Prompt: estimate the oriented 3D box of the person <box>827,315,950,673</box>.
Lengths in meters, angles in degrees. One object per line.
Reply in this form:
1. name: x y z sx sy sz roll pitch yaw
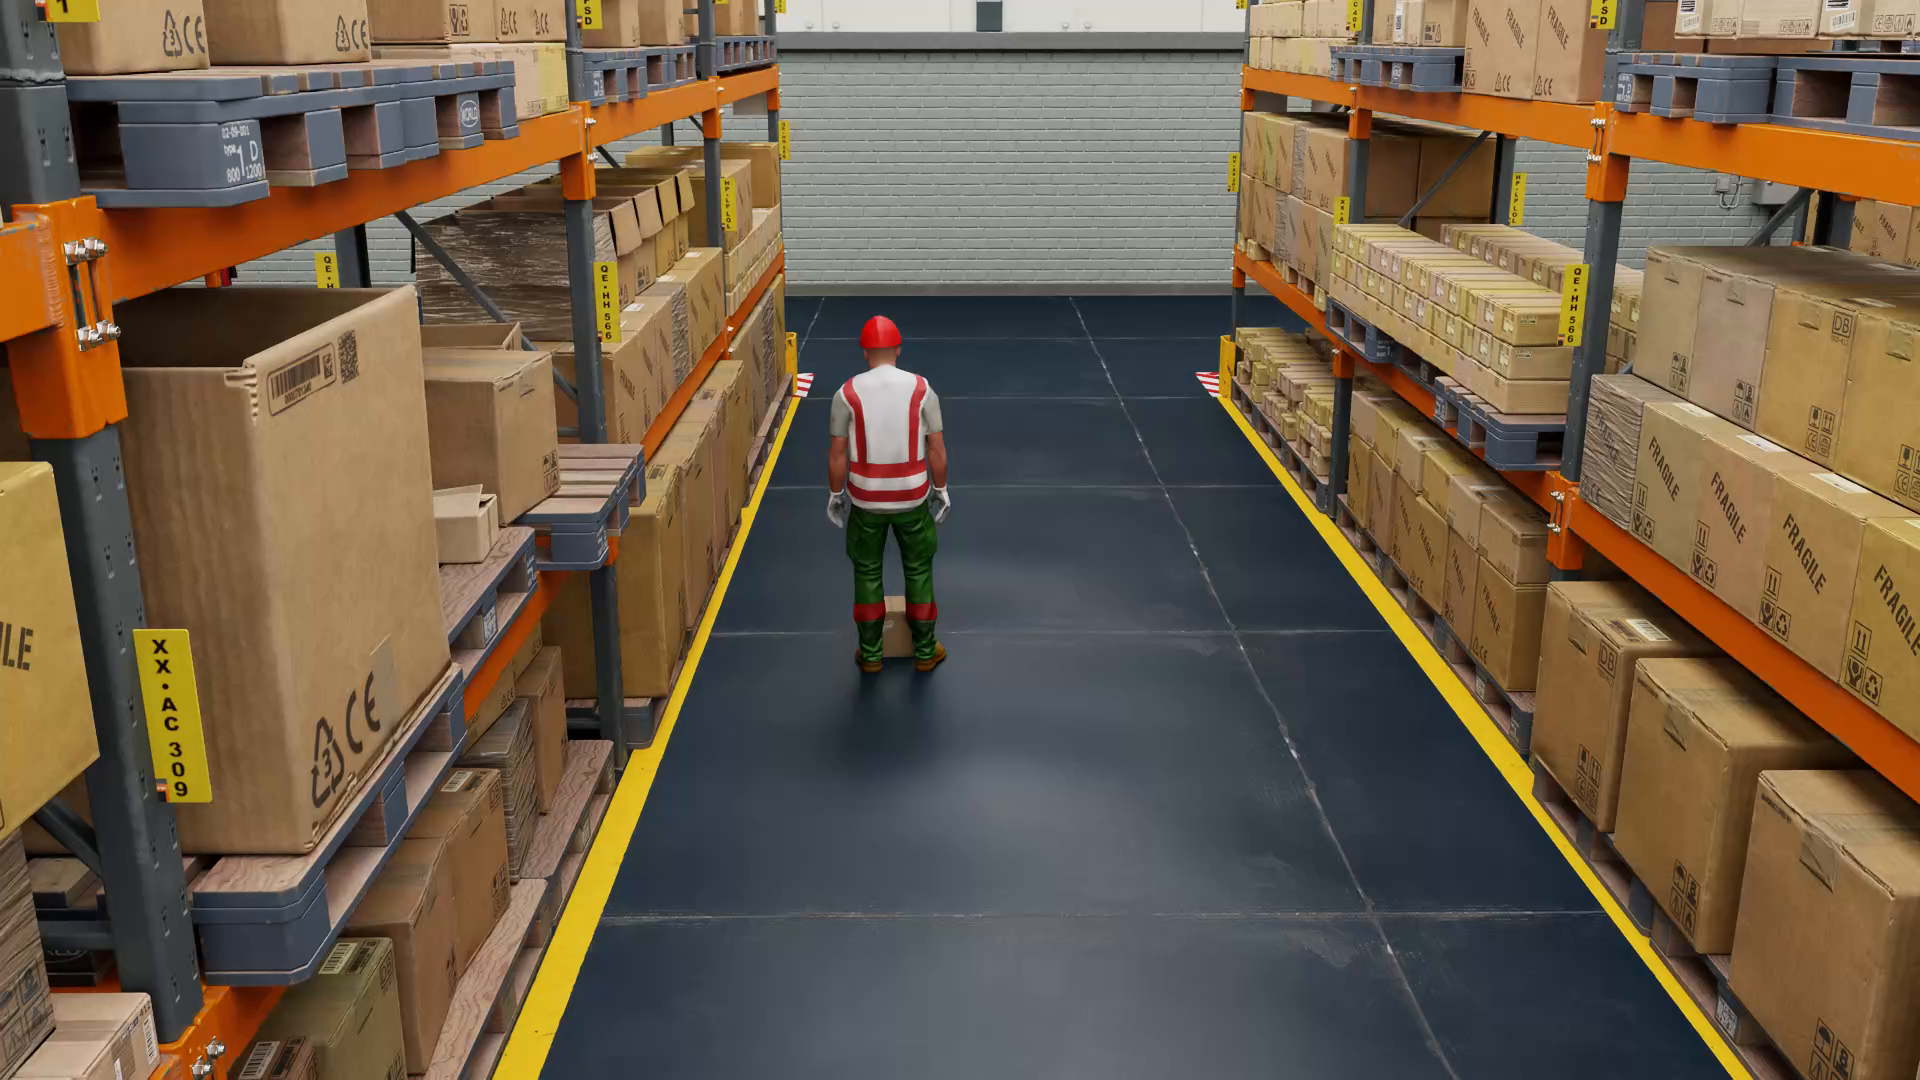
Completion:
1. person: -0.353 -0.214 8.222 0.611 1.778 0.451 -1 17 -4
